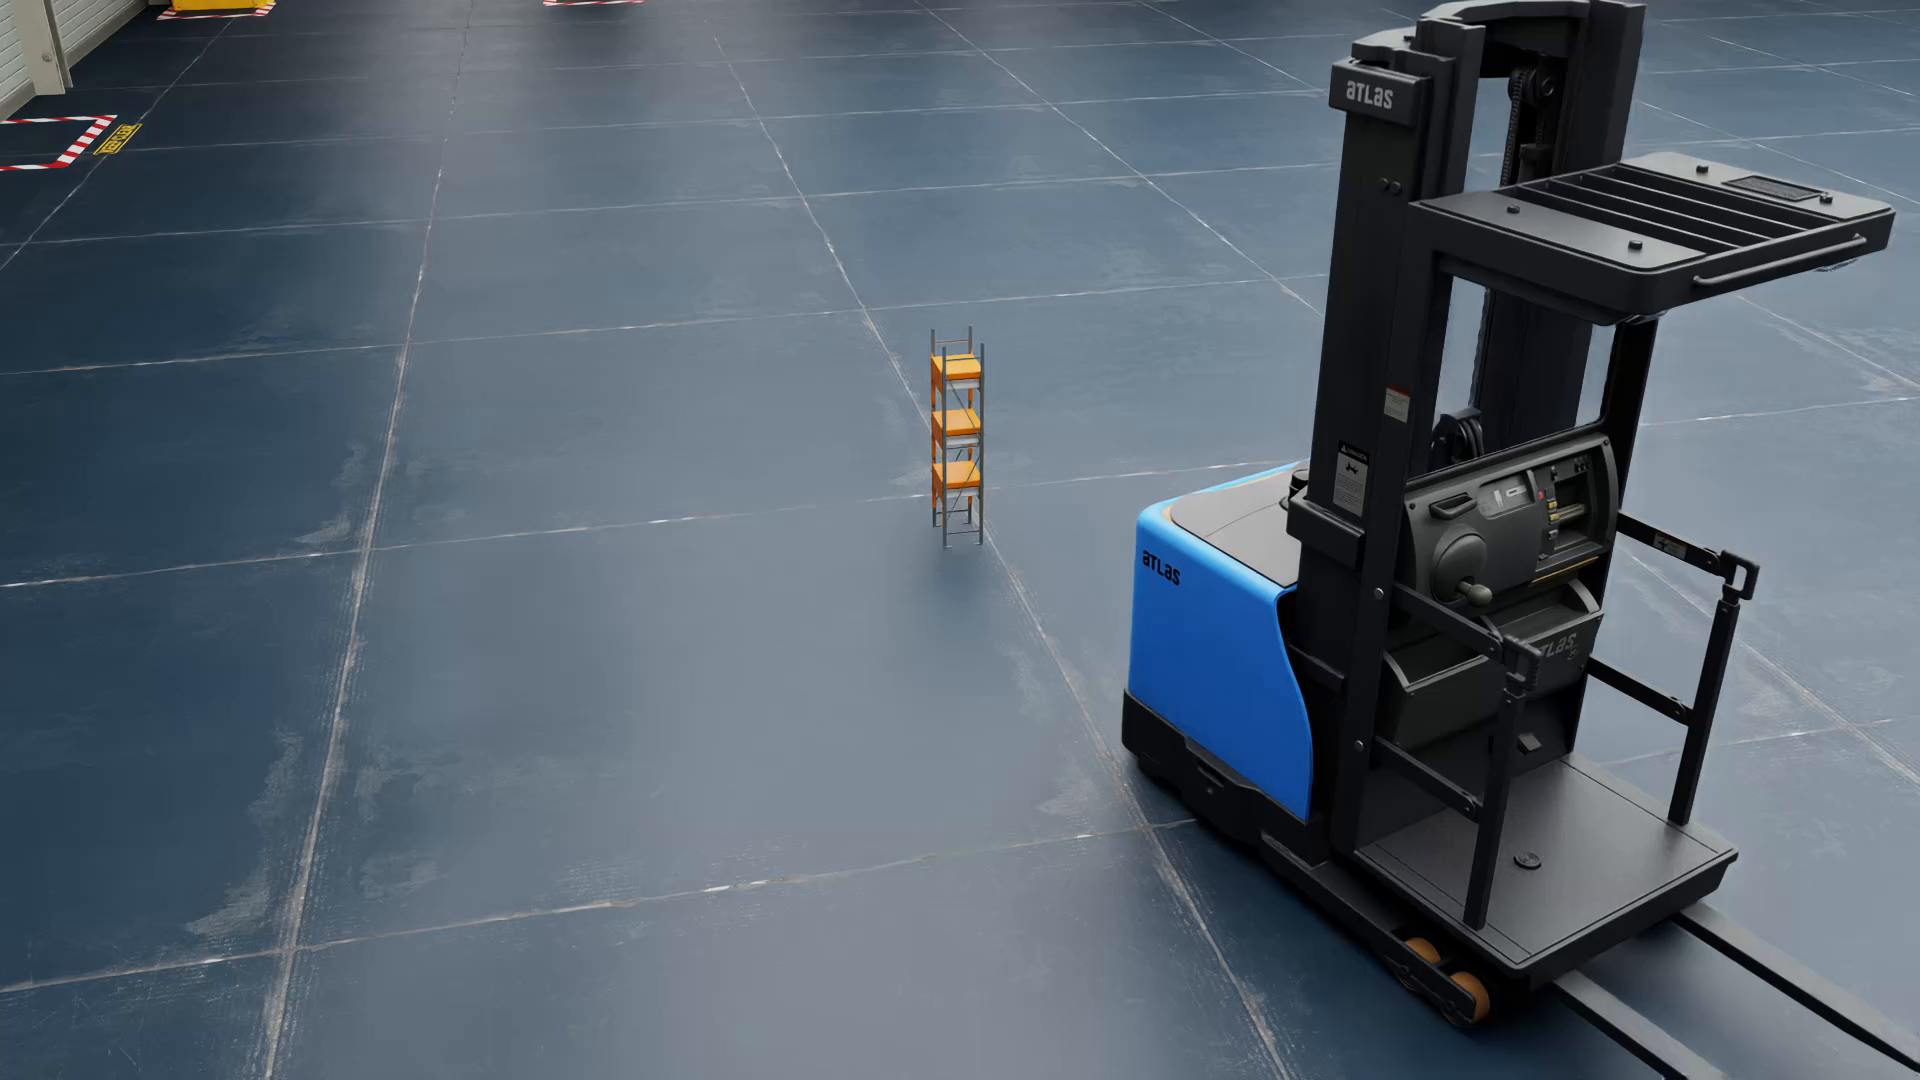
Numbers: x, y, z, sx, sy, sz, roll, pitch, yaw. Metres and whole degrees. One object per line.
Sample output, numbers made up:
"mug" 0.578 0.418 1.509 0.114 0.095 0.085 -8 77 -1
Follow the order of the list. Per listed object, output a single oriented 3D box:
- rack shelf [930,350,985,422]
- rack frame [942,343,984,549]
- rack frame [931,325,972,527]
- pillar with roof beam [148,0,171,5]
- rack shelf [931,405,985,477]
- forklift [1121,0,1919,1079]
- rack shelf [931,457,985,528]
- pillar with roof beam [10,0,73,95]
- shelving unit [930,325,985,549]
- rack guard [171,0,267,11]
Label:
"rack shelf" -0.012 -0.736 7.937 0.215 0.259 0.240 -6 27 -12
"rack frame" 0.015 -0.439 7.954 0.200 1.050 0.008 -6 27 -12
"rack frame" -0.040 -0.546 8.166 0.200 1.050 0.008 -6 27 -12
"pillar with roof beam" -6.841 -11.884 21.808 9.100 9.000 0.400 -6 27 -12
"rack shelf" -0.012 -0.483 8.065 0.215 0.259 0.240 -6 27 -12
"forklift" 1.849 -0.024 5.046 1.130 2.935 3.031 -16 31 -29
"rack shelf" -0.012 -0.235 8.190 0.215 0.259 0.240 -6 27 -12
"pillar with roof beam" -5.489 -9.250 16.589 9.100 9.000 0.400 -6 27 -12
"shelving unit" -0.012 -0.492 8.060 0.215 1.050 0.252 -6 27 -12
"rack guard" -10.052 -7.466 22.488 1.175 0.500 0.348 -6 27 -12
